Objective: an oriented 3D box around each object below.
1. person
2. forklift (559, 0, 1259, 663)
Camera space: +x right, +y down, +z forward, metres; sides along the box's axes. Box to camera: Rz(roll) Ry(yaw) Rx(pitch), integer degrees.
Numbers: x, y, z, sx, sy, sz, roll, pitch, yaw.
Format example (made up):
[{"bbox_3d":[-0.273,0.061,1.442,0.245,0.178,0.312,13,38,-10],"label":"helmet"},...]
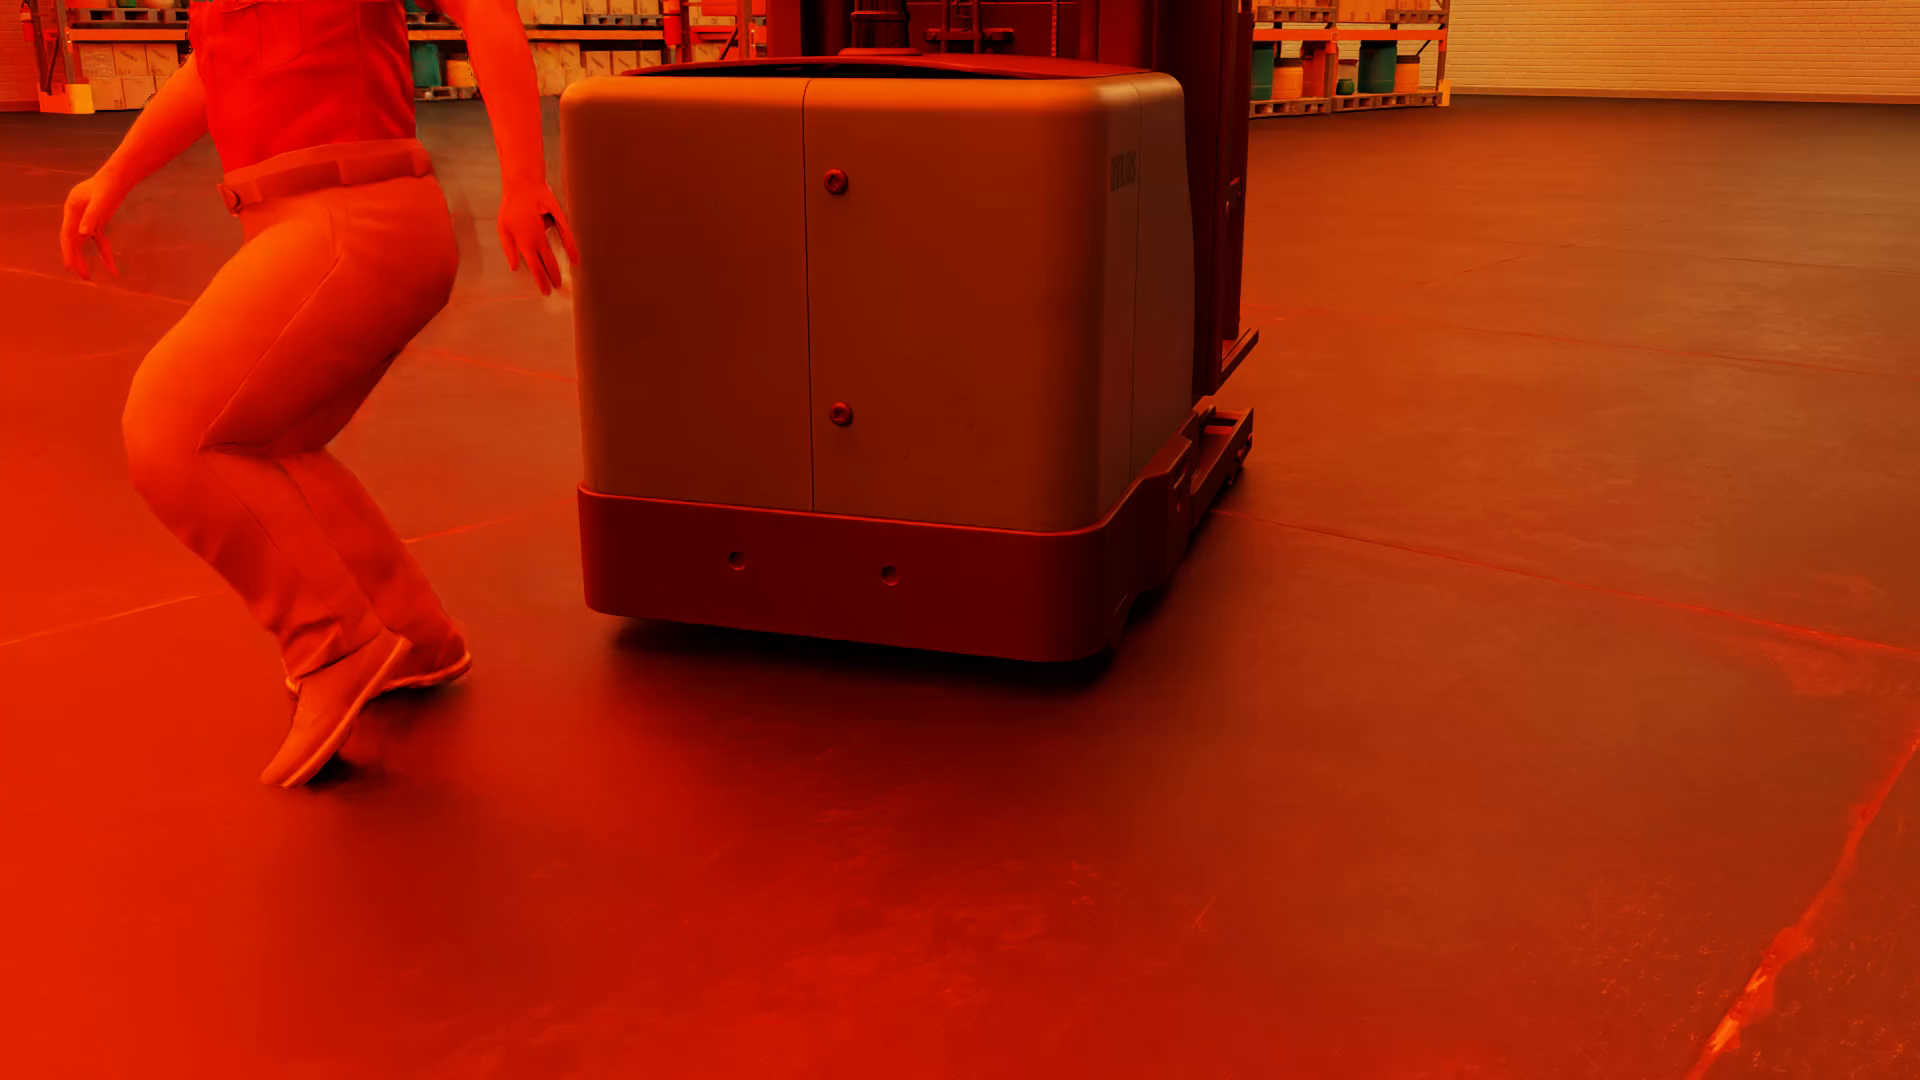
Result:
[{"bbox_3d":[-1.044,-0.457,2.682,0.732,1.692,0.723,-7,18,-23],"label":"person"},{"bbox_3d":[0.182,-1.571,4.072,1.130,2.935,3.031,5,18,17],"label":"forklift"}]
